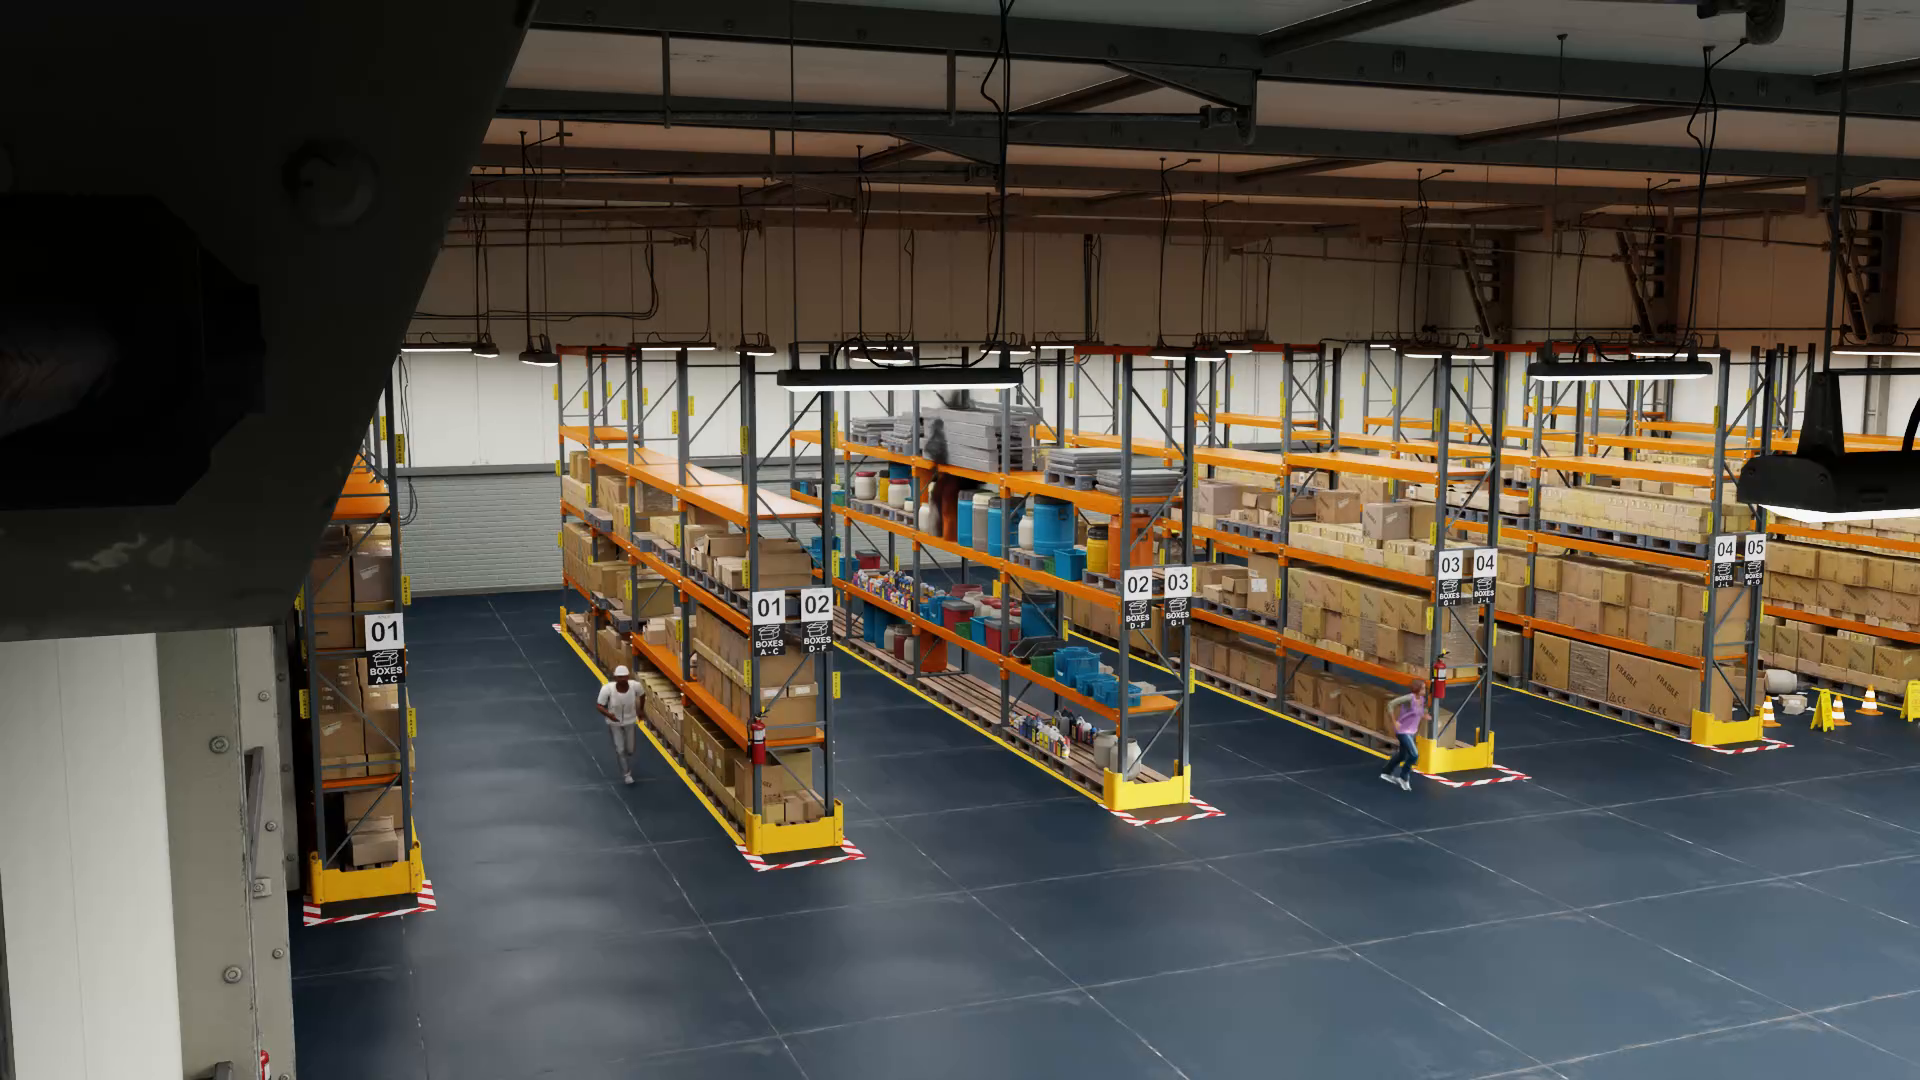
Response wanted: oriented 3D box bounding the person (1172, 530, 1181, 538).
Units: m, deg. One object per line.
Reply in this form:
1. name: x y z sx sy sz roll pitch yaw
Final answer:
1. person: 4.934 0.613 38.300 0.731 1.802 0.625 -2 7 -13

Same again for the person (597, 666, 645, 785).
1. person: -4.718 2.556 23.213 0.685 1.704 0.749 -2 8 -17

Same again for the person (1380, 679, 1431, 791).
1. person: 6.122 2.690 22.834 0.748 1.628 0.533 7 10 44
